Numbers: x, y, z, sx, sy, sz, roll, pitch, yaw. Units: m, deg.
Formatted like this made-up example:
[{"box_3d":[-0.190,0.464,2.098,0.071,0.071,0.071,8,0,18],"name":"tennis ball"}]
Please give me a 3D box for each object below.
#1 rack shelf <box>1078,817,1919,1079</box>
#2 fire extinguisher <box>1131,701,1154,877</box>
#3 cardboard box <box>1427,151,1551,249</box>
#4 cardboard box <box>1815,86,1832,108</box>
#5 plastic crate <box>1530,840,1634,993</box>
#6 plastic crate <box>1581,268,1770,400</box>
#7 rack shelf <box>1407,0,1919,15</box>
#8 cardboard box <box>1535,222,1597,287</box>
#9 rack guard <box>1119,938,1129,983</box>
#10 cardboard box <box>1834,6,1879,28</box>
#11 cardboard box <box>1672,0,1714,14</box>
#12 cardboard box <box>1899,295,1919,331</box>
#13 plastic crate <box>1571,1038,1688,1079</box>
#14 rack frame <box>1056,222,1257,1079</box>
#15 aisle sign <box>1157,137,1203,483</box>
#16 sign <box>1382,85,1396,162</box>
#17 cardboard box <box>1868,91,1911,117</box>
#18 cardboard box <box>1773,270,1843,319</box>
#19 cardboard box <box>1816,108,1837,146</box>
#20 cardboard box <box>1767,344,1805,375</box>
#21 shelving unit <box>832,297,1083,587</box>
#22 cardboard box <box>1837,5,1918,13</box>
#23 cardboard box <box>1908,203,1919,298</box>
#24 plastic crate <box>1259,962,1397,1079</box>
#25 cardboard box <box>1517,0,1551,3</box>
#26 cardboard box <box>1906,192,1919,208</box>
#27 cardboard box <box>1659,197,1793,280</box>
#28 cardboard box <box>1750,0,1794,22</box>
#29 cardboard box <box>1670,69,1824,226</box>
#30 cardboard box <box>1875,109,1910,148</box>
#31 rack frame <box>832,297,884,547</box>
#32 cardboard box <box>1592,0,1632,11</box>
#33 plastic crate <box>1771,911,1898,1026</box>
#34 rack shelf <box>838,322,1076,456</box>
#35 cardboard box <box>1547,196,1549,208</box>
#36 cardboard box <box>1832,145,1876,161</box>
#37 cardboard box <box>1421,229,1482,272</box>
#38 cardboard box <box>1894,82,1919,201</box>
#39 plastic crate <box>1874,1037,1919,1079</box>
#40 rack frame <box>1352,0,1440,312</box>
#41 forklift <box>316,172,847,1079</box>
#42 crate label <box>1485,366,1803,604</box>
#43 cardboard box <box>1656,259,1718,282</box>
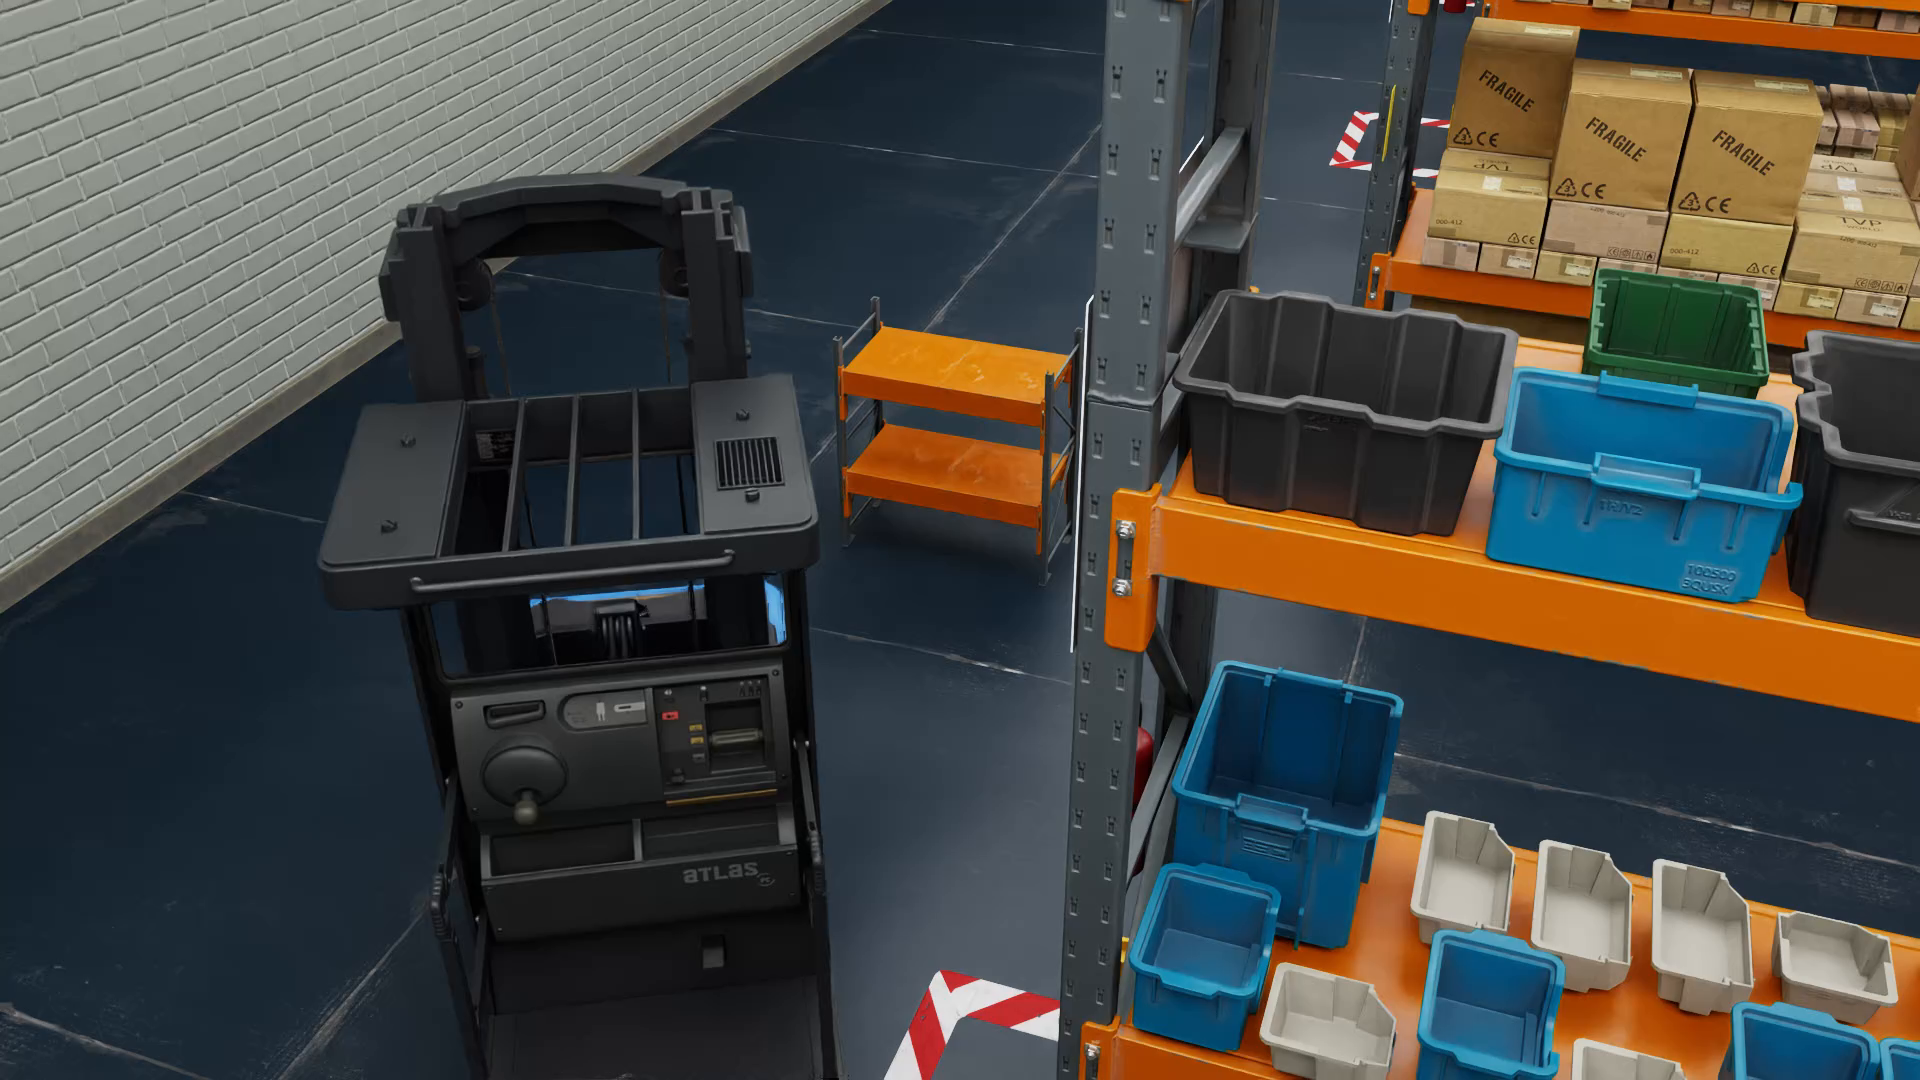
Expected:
[{"box_3d":[2.349,1.424,3.942,4.000,0.370,1.077,11,34,16],"name":"rack shelf"},{"box_3d":[0.477,0.685,4.838,0.183,0.674,0.296,11,34,16],"name":"fire extinguisher"},{"box_3d":[2.498,-1.610,7.841,0.500,0.250,0.500,10,34,15],"name":"cardboard box"},{"box_3d":[6.173,-3.187,12.113,0.250,0.149,0.380,10,34,14],"name":"cardboard box"},{"box_3d":[1.563,0.959,4.188,0.243,0.136,0.396,11,34,16],"name":"plastic crate"},{"box_3d":[1.491,-0.381,3.504,0.336,0.188,0.450,11,34,16],"name":"plastic crate"},{"box_3d":[4.020,-2.365,7.046,4.000,0.370,1.077,11,34,16],"name":"rack shelf"},{"box_3d":[2.843,-1.341,7.794,0.250,0.149,0.380,10,34,15],"name":"cardboard box"},{"box_3d":[0.439,1.808,4.989,0.348,0.500,1.175,11,34,16],"name":"rack guard"},{"box_3d":[6.091,-3.622,11.325,0.250,0.149,0.380,10,34,16],"name":"cardboard box"},{"box_3d":[5.126,-3.814,11.623,0.250,0.149,0.380,11,34,16],"name":"cardboard box"},{"box_3d":[4.295,-1.059,7.357,0.250,0.149,0.380,10,34,16],"name":"cardboard box"},{"box_3d":[1.500,1.280,3.690,0.298,0.136,0.250,11,34,16],"name":"plastic crate"},{"box_3d":[0.466,0.756,4.314,0.127,3.000,1.000,11,34,16],"name":"rack frame"},{"box_3d":[0.497,-0.499,3.861,0.004,0.787,0.394,11,34,16],"name":"aisle sign"},{"box_3d":[1.944,-1.888,7.538,0.005,0.325,0.100,11,34,16],"name":"sign"},{"box_3d":[6.669,-3.091,11.964,0.250,0.149,0.380,10,34,15],"name":"cardboard box"},{"box_3d":[3.808,-1.153,7.503,0.250,0.149,0.380,10,34,15],"name":"cardboard box"},{"box_3d":[5.996,-2.917,11.696,0.250,0.149,0.380,10,34,15],"name":"cardboard box"},{"box_3d":[3.623,-0.814,8.317,0.875,0.875,0.875,11,34,16],"name":"cardboard box"},{"box_3d":[-0.006,-0.474,7.947,1.048,1.125,0.538,11,34,16],"name":"shelving unit"},{"box_3d":[6.164,-3.854,11.087,0.500,0.500,0.500,11,34,16],"name":"cardboard box"},{"box_3d":[4.430,-1.237,7.264,0.500,0.250,0.500,12,35,17],"name":"cardboard box"},{"box_3d":[0.861,1.156,3.882,0.298,0.136,0.250,11,34,16],"name":"plastic crate"},{"box_3d":[4.100,-3.955,11.842,0.250,0.149,0.380,11,34,16],"name":"cardboard box"},{"box_3d":[4.593,-1.508,7.685,0.500,0.250,0.500,12,35,18],"name":"cardboard box"},{"box_3d":[3.461,-1.424,7.554,0.500,0.250,0.500,10,34,15],"name":"cardboard box"},{"box_3d":[5.586,-3.696,11.440,0.250,0.149,0.380,12,35,18],"name":"cardboard box"},{"box_3d":[3.458,-1.741,7.354,0.500,0.500,0.500,10,34,15],"name":"cardboard box"},{"box_3d":[6.540,-2.872,11.625,0.250,0.149,0.380,12,35,18],"name":"cardboard box"},{"box_3d":[-0.485,-0.567,8.091,0.032,1.125,0.500,11,34,16],"name":"rack frame"},{"box_3d":[4.589,-3.853,11.684,0.250,0.149,0.380,10,34,15],"name":"cardboard box"},{"box_3d":[2.118,1.042,4.059,0.250,0.136,0.298,11,34,16],"name":"plastic crate"},{"box_3d":[-0.006,-0.720,7.788,1.000,0.278,0.538,11,34,16],"name":"rack shelf"},{"box_3d":[3.160,-1.789,8.119,0.500,0.250,0.500,10,34,16],"name":"cardboard box"},{"box_3d":[6.301,-2.770,11.742,0.250,0.149,0.380,12,35,18],"name":"cardboard box"},{"box_3d":[2.360,-1.434,7.938,0.250,0.149,0.380,11,35,17],"name":"cardboard box"},{"box_3d":[4.586,-1.823,7.481,0.500,0.500,0.500,10,34,15],"name":"cardboard box"},{"box_3d":[2.109,1.310,3.555,0.300,0.233,0.416,11,34,16],"name":"plastic crate"},{"box_3d":[2.137,-1.773,8.231,0.127,3.000,1.000,11,34,16],"name":"rack frame"},{"box_3d":[-0.922,0.635,4.564,1.130,2.935,3.031,-5,33,-8],"name":"forklift"},{"box_3d":[1.226,-0.108,3.024,0.502,0.251,0.408,11,34,16],"name":"crate label"},{"box_3d":[3.328,-1.247,7.648,0.250,0.149,0.380,10,34,16],"name":"cardboard box"}]
